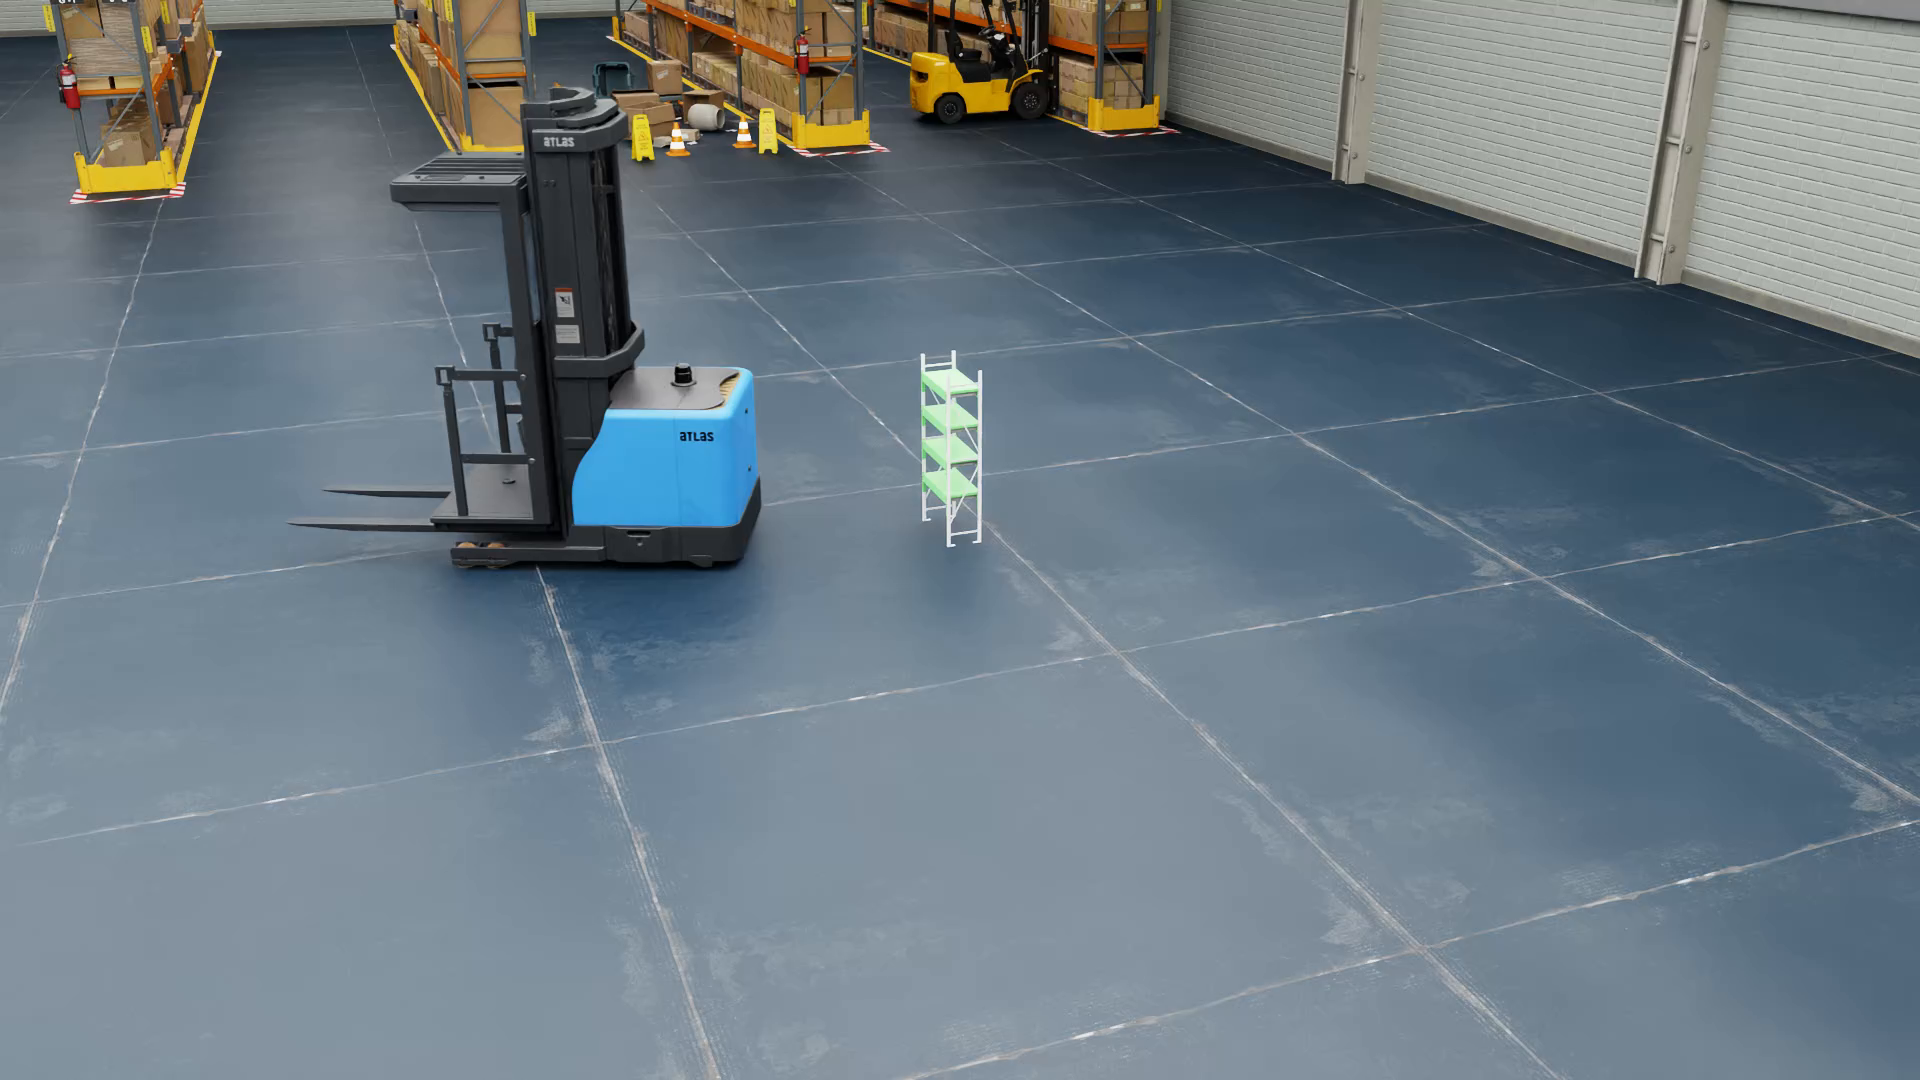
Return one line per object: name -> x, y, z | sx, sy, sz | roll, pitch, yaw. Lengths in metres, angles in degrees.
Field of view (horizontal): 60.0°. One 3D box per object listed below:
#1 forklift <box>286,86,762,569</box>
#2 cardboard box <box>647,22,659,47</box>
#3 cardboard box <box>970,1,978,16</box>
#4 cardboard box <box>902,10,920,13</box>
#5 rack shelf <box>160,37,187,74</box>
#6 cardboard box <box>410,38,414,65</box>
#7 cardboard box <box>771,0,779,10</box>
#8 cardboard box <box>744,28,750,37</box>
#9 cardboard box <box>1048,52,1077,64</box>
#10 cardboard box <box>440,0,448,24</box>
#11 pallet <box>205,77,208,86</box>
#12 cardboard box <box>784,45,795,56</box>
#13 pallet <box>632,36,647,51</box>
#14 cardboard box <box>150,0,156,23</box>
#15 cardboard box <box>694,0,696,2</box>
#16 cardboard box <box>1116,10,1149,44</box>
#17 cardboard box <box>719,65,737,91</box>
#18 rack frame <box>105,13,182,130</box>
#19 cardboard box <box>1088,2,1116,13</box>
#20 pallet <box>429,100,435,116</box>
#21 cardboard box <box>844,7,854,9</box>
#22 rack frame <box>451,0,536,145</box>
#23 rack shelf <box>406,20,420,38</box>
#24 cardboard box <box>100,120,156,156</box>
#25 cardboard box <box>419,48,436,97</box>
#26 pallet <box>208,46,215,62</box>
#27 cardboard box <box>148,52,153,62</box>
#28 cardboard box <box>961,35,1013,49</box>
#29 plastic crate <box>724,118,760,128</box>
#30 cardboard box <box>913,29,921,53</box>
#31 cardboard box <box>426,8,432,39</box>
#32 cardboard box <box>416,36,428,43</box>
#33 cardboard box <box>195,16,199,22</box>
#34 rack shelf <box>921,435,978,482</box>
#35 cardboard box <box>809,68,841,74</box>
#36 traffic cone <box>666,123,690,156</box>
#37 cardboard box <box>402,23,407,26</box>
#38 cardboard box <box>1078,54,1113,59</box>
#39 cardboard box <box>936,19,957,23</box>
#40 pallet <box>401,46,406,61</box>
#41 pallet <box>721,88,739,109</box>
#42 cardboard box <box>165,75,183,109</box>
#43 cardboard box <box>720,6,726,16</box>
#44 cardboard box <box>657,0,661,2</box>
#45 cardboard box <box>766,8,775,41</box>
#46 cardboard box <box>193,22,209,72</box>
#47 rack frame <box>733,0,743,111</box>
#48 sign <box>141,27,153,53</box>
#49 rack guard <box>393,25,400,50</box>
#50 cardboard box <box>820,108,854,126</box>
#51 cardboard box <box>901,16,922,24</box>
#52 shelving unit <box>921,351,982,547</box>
forklift -> -2.914, -1.367, 10.720 | 3.031, 2.935, 1.130 | 1, 23, 2
cardboard box -> -6.326, -11.102, 36.487 | 0.875, 0.438, 0.875 | -9, 24, -20
cardboard box -> 0.512, -10.067, 31.466 | 0.500, 0.250, 0.500 | -8, 24, -19
cardboard box -> -1.065, -11.681, 36.944 | 0.380, 0.149, 0.250 | -8, 24, -19
rack shelf -> -13.356, -7.975, 27.236 | 1.077, 0.370, 4.000 | -8, 24, -19
cardboard box -> -10.787, -9.868, 33.477 | 0.500, 0.500, 0.500 | -7, 24, -17
cardboard box -> -2.522, -8.471, 25.687 | 0.700, 0.500, 0.500 | -8, 24, -18
cardboard box -> -3.429, -8.581, 28.071 | 0.380, 0.149, 0.250 | -8, 24, -17
cardboard box -> 1.677, -8.232, 28.632 | 0.500, 0.250, 0.500 | -9, 24, -20
cardboard box -> -7.316, -8.061, 24.931 | 0.875, 0.550, 0.500 | -8, 24, -19
pallet -> -15.133, -8.932, 32.170 | 1.003, 0.211, 1.213 | -8, 24, -19
cardboard box -> -2.491, -7.554, 25.634 | 0.380, 0.149, 0.250 | -9, 24, -20
pallet -> -6.835, -11.293, 37.771 | 1.003, 0.211, 1.213 | -8, 24, -19
cardboard box -> -11.706, -7.553, 23.509 | 0.500, 0.500, 0.500 | -8, 24, -19
cardboard box -> -4.851, -10.327, 31.673 | 0.380, 0.149, 0.250 | -10, 25, -22
cardboard box -> 2.762, -8.433, 27.267 | 0.500, 0.500, 0.500 | -8, 24, -17
cardboard box -> -3.823, -8.373, 30.097 | 0.950, 0.372, 0.625 | -7, 24, -16
rack frame -> -12.649, -7.580, 25.373 | 1.000, 3.000, 0.127 | -8, 24, -19
cardboard box -> 2.292, -8.601, 26.832 | 0.380, 0.149, 0.250 | -8, 24, -18
pallet -> -8.751, -7.653, 29.136 | 1.003, 0.211, 1.213 | -8, 24, -19
cardboard box -> -2.489, -12.267, 39.170 | 0.500, 0.500, 0.500 | -8, 24, -18
rack frame -> -6.561, -6.771, 23.452 | 1.000, 3.000, 0.127 | -8, 24, -19
rack shelf -> -10.093, -10.073, 32.212 | 1.077, 0.370, 4.000 | -8, 24, -19
cardboard box -> -11.685, -5.610, 23.376 | 0.500, 0.500, 0.500 | -2, 23, -5
cardboard box -> -8.944, -8.283, 29.397 | 1.050, 0.750, 0.750 | -8, 24, -18
pallet -> -16.533, -10.376, 35.595 | 1.003, 0.211, 1.213 | -8, 24, -19
cardboard box -> -11.996, -7.050, 23.602 | 0.875, 0.500, 0.500 | -8, 24, -19
cardboard box -> 0.535, -9.465, 32.362 | 0.875, 0.625, 0.625 | -9, 25, -21
plastic crate -> -3.591, -6.912, 27.545 | 0.402, 0.080, 0.583 | -18, 29, -37
cardboard box -> -0.667, -10.425, 34.799 | 0.500, 0.500, 0.500 | -9, 24, -20
cardboard box -> -8.587, -8.607, 27.679 | 0.500, 0.500, 0.500 | -9, 24, -20
cardboard box -> -9.874, -9.277, 31.111 | 0.500, 0.250, 0.500 | -9, 24, -20
cardboard box -> -15.634, -9.952, 33.195 | 0.875, 0.875, 0.875 | -8, 24, -19
rack shelf -> -0.058, -0.554, 11.184 | 0.258, 0.148, 0.480 | -8, 24, -19
cardboard box -> -2.189, -7.287, 26.712 | 0.500, 0.500, 0.500 | -9, 25, -21
traffic cone -> -4.242, -6.021, 24.939 | 0.336, 0.463, 0.334 | -8, 24, -19
cardboard box -> -12.001, -11.230, 36.395 | 0.380, 0.149, 0.250 | -10, 25, -22
cardboard box -> 2.338, -8.121, 28.368 | 0.500, 0.250, 0.500 | -9, 24, -19
cardboard box -> -0.283, -10.940, 35.186 | 0.380, 0.149, 0.250 | -10, 25, -21
pallet -> -11.505, -10.529, 35.959 | 1.003, 0.211, 1.213 | -8, 24, -19
pallet -> -3.655, -7.938, 29.811 | 1.003, 0.211, 1.213 | -8, 24, -19
cardboard box -> -13.393, -7.439, 27.689 | 0.700, 0.500, 0.500 | -6, 24, -15
cardboard box -> -4.020, -9.354, 29.363 | 0.380, 0.149, 0.250 | -9, 24, -20
cardboard box -> -5.946, -11.205, 34.166 | 0.500, 0.250, 0.500 | -9, 24, -19
cardboard box -> -2.761, -8.194, 26.317 | 0.500, 0.500, 0.500 | -8, 24, -19
cardboard box -> -15.231, -9.472, 32.055 | 1.225, 0.875, 0.875 | -8, 24, -19
rack frame -> -3.378, -8.940, 28.599 | 1.000, 3.000, 0.127 | -8, 24, -19
sign -> -10.729, -6.600, 21.933 | 0.100, 0.325, 0.005 | -8, 24, -19
rack guard -> -12.186, -11.405, 37.665 | 1.175, 0.500, 0.348 | -8, 24, -19
cardboard box -> -1.992, -6.744, 26.388 | 0.500, 0.250, 0.500 | -9, 24, -19
cardboard box -> -1.042, -11.143, 35.668 | 0.380, 0.149, 0.250 | -8, 24, -19
shelving unit -> -0.058, -0.613, 11.160 | 0.258, 1.200, 0.503 | -8, 24, -19
